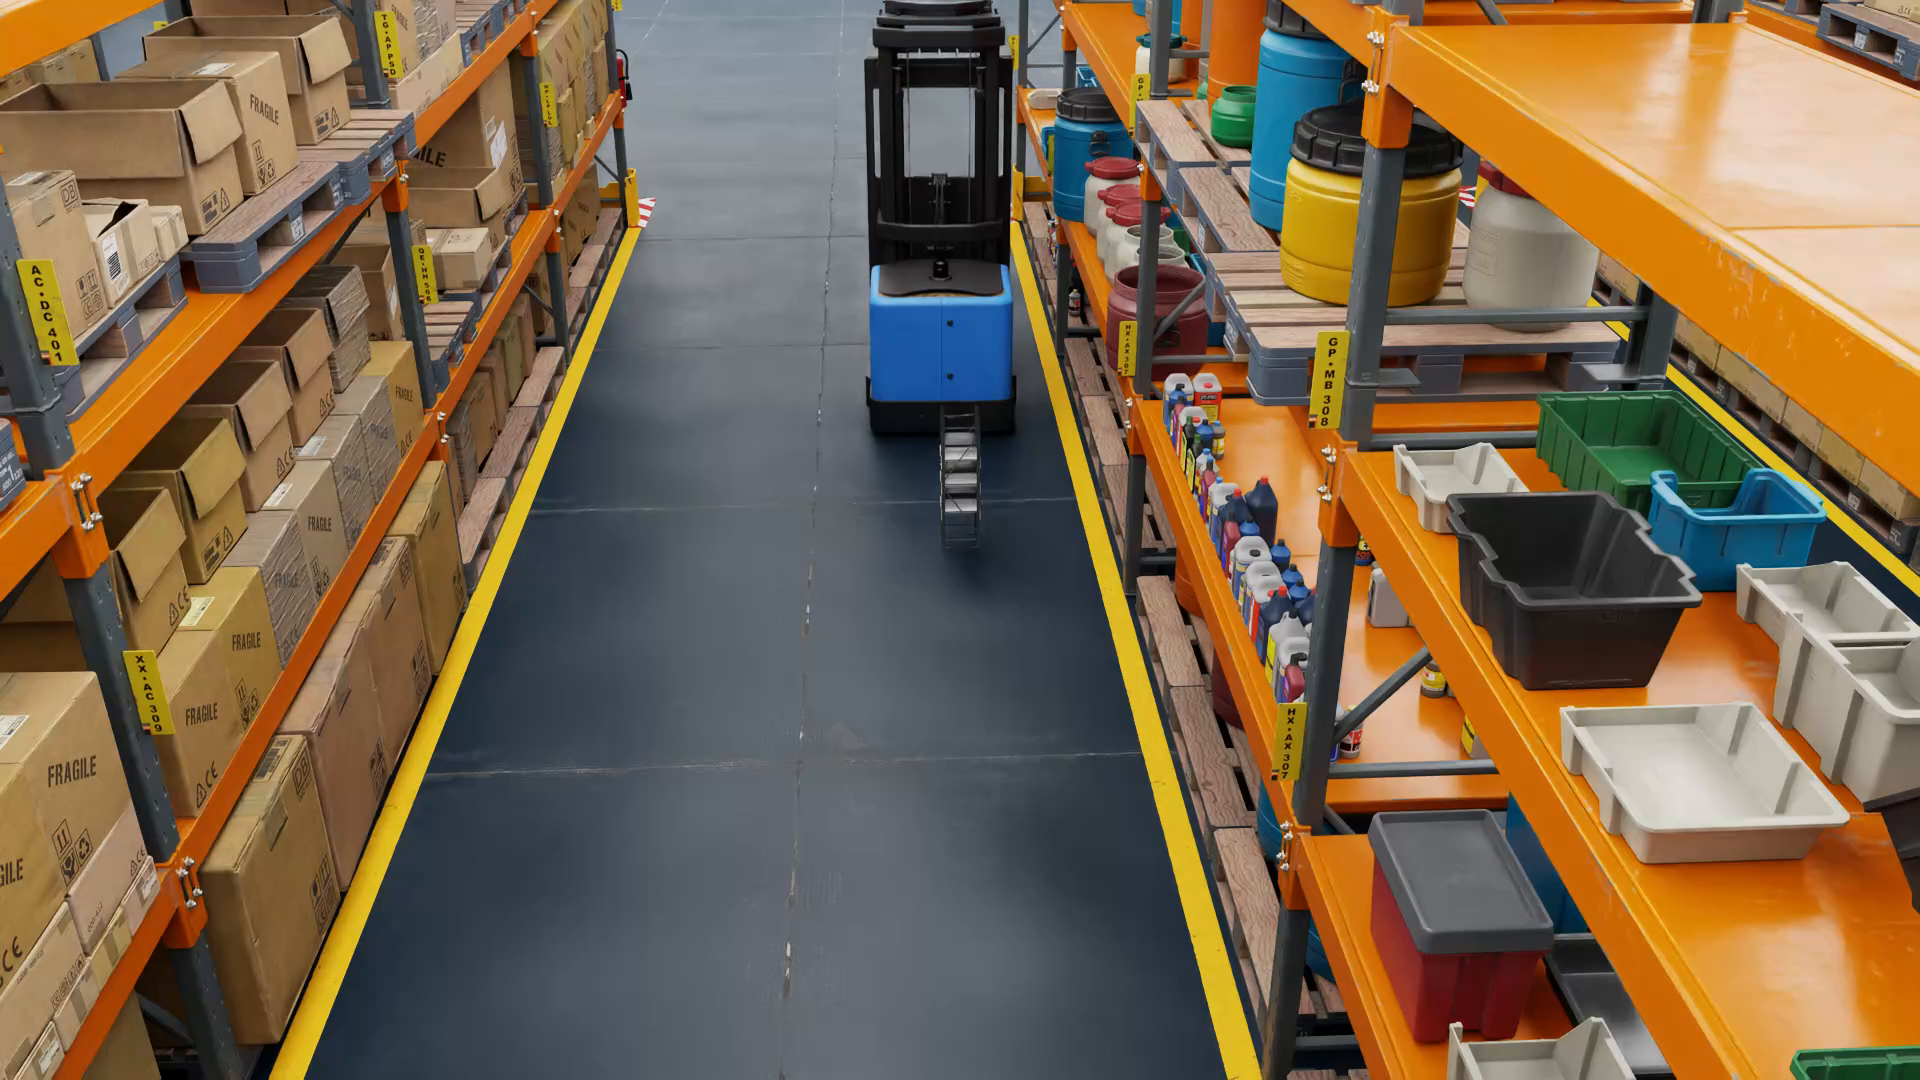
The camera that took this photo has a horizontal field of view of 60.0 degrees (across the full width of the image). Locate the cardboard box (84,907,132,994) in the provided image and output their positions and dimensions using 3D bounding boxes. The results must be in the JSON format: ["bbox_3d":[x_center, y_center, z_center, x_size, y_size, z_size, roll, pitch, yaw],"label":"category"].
[{"bbox_3d":[-2.884,1.304,5.278,0.380,0.149,0.250,-1,28,-2],"label":"cardboard box"}]

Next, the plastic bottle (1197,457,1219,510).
[{"bbox_3d":[1.223,-0.281,8.183,0.097,0.271,0.097,0,28,0],"label":"plastic bottle"}]

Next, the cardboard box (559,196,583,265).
[{"bbox_3d":[-3.773,-2.825,15.173,0.500,0.500,0.500,1,28,2],"label":"cardboard box"}]

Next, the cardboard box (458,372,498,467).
[{"bbox_3d":[-3.583,-0.820,11.305,0.700,0.500,0.500,1,28,2],"label":"cardboard box"}]

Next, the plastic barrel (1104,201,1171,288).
[{"bbox_3d":[1.179,-1.948,11.094,0.433,0.535,0.433,0,28,0],"label":"plastic barrel"}]

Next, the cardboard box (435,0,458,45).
[{"bbox_3d":[-3.274,-3.192,9.735,0.500,0.500,0.500,-2,28,-4],"label":"cardboard box"}]

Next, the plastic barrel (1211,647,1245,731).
[{"bbox_3d":[1.598,0.604,8.502,0.600,0.588,0.708,-1,28,-3],"label":"plastic barrel"}]

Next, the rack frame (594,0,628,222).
[{"bbox_3d":[-3.868,-4.601,16.328,1.000,3.000,0.127,-1,28,-3],"label":"rack frame"}]

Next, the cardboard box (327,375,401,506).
[{"bbox_3d":[-3.157,-0.499,8.354,0.500,0.500,0.500,-2,28,-3],"label":"cardboard box"}]

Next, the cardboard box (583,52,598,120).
[{"bbox_3d":[-3.738,-4.063,14.866,0.875,0.500,0.500,-1,28,-3],"label":"cardboard box"}]

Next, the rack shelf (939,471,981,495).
[{"bbox_3d":[0.000,-0.366,10.550,0.258,0.077,0.200,-1,28,-3],"label":"rack shelf"}]

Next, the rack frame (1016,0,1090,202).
[{"bbox_3d":[1.078,-4.721,16.557,1.000,3.000,0.127,-1,28,-3],"label":"rack frame"}]

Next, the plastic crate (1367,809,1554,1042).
[{"bbox_3d":[1.501,1.184,5.101,0.402,0.464,0.583,-1,28,-3],"label":"plastic crate"}]

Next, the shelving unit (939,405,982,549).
[{"bbox_3d":[0.000,-0.395,10.535,0.258,0.900,0.210,-1,28,-3],"label":"shelving unit"}]

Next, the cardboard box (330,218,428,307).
[{"bbox_3d":[-3.647,-1.641,10.090,0.700,0.500,0.500,3,28,5],"label":"cardboard box"}]

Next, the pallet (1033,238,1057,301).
[{"bbox_3d":[1.227,-2.513,15.340,1.003,0.211,1.213,-1,28,-3],"label":"pallet"}]

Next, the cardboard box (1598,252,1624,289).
[{"bbox_3d":[5.975,-2.398,14.624,0.500,0.250,0.500,-1,28,-3],"label":"cardboard box"}]

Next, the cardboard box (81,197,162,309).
[{"bbox_3d":[-3.209,-1.045,5.908,0.500,0.311,0.500,-2,28,-4],"label":"cardboard box"}]

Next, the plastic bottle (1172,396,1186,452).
[{"bbox_3d":[1.167,-0.614,8.810,0.061,0.283,0.133,-1,28,-3],"label":"plastic bottle"}]

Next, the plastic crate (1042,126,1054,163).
[{"bbox_3d":[0.958,-3.312,14.017,0.499,0.251,0.616,-1,28,-3],"label":"plastic crate"}]

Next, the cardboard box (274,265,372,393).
[{"bbox_3d":[-3.428,-1.058,8.341,0.797,0.503,0.637,0,28,-1],"label":"cardboard box"}]

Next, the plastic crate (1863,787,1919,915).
[{"bbox_3d":[2.109,0.654,3.077,0.504,0.338,0.767,-1,28,-3],"label":"plastic crate"}]

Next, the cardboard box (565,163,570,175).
[{"bbox_3d":[-3.433,-3.095,13.712,0.380,0.149,0.250,-1,28,-3],"label":"cardboard box"}]

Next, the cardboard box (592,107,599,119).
[{"bbox_3d":[-3.572,-4.018,15.481,0.380,0.149,0.250,-1,28,-3],"label":"cardboard box"}]

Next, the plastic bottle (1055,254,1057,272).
[{"bbox_3d":[0.901,-2.485,14.821,0.097,0.201,0.097,0,28,0],"label":"plastic bottle"}]

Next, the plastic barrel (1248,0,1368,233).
[{"bbox_3d":[1.463,-1.702,6.530,0.600,0.901,0.708,-1,28,-3],"label":"plastic barrel"}]

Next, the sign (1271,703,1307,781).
[{"bbox_3d":[1.156,0.711,5.844,0.100,0.325,0.005,-1,28,-3],"label":"sign"}]

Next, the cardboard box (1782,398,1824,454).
[{"bbox_3d":[6.118,-0.819,11.595,0.500,0.250,0.500,-1,28,-1],"label":"cardboard box"}]

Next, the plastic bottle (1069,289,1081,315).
[{"bbox_3d":[0.957,-1.988,13.868,0.097,0.201,0.097,0,28,0],"label":"plastic bottle"}]

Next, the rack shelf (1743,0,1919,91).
[{"bbox_3d":[6.338,-3.079,10.944,1.077,0.370,4.000,-1,28,-3],"label":"rack shelf"}]

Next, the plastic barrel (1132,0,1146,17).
[{"bbox_3d":[1.531,-4.196,11.766,0.600,0.901,0.708,-1,28,-3],"label":"plastic barrel"}]

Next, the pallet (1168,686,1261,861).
[{"bbox_3d":[1.640,1.135,8.345,1.003,0.211,1.213,-1,28,-3],"label":"pallet"}]

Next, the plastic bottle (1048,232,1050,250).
[{"bbox_3d":[0.867,-2.782,15.391,0.097,0.201,0.097,0,28,0],"label":"plastic bottle"}]

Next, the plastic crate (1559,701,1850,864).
[{"bbox_3d":[1.558,0.507,3.576,0.437,0.136,0.530,-1,28,-3],"label":"plastic crate"}]

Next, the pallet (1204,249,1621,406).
[{"bbox_3d":[1.566,-0.785,5.972,1.213,0.211,1.003,-1,28,-3],"label":"pallet"}]

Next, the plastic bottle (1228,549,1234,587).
[{"bbox_3d":[1.264,0.111,7.508,0.097,0.201,0.097,0,28,0],"label":"plastic bottle"}]

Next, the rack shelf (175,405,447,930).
[{"bbox_3d":[-3.346,0.336,7.640,1.077,0.370,4.000,-1,28,-3],"label":"rack shelf"}]

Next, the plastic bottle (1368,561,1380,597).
[{"bbox_3d":[1.877,0.163,7.409,0.097,0.201,0.097,0,28,0],"label":"plastic bottle"}]

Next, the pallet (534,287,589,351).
[{"bbox_3d":[-3.729,-1.827,14.024,1.003,0.211,1.213,-1,28,-3],"label":"pallet"}]

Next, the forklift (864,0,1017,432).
[{"bbox_3d":[-0.163,-2.725,12.805,1.130,2.935,3.031,-1,28,-1],"label":"forklift"}]

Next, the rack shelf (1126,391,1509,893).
[{"bbox_3d":[1.601,0.216,7.869,1.077,0.370,4.000,-1,28,-3],"label":"rack shelf"}]

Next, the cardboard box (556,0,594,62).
[{"bbox_3d":[-3.537,-4.511,14.644,0.500,0.500,0.500,-1,28,-3],"label":"cardboard box"}]

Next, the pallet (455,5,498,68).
[{"bbox_3d":[-3.676,-3.234,10.666,1.213,0.211,1.003,-1,28,-3],"label":"pallet"}]

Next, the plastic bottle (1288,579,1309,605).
[{"bbox_3d":[1.440,0.291,7.088,0.097,0.271,0.097,0,28,0],"label":"plastic bottle"}]

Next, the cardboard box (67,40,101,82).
[{"bbox_3d":[-8.762,-4.424,15.827,0.875,0.550,0.550,-1,28,-3],"label":"cardboard box"}]

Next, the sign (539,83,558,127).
[{"bbox_3d":[-3.105,-3.282,12.548,0.100,0.325,0.005,-1,28,-3],"label":"sign"}]

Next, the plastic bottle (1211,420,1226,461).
[{"bbox_3d":[1.344,-0.528,8.734,0.097,0.201,0.097,0,28,0],"label":"plastic bottle"}]

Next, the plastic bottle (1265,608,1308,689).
[{"bbox_3d":[1.330,0.426,6.742,0.144,0.351,0.185,-1,28,-3],"label":"plastic bottle"}]

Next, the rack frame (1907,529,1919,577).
[{"bbox_3d":[6.443,-1.144,9.700,1.000,3.000,0.127,-1,28,-3],"label":"rack frame"}]

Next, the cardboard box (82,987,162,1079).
[{"bbox_3d":[-3.287,2.003,5.509,0.875,0.875,0.875,-1,28,-3],"label":"cardboard box"}]

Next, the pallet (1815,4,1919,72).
[{"bbox_3d":[6.257,-3.218,10.637,1.003,0.211,1.213,0,28,0],"label":"pallet"}]

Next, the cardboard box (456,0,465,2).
[{"bbox_3d":[-3.510,-3.779,11.199,0.396,0.266,0.258,0,28,-1],"label":"cardboard box"}]

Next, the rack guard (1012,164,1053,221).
[{"bbox_3d":[1.129,-3.578,17.070,1.175,0.500,0.348,-1,28,-3],"label":"rack guard"}]
